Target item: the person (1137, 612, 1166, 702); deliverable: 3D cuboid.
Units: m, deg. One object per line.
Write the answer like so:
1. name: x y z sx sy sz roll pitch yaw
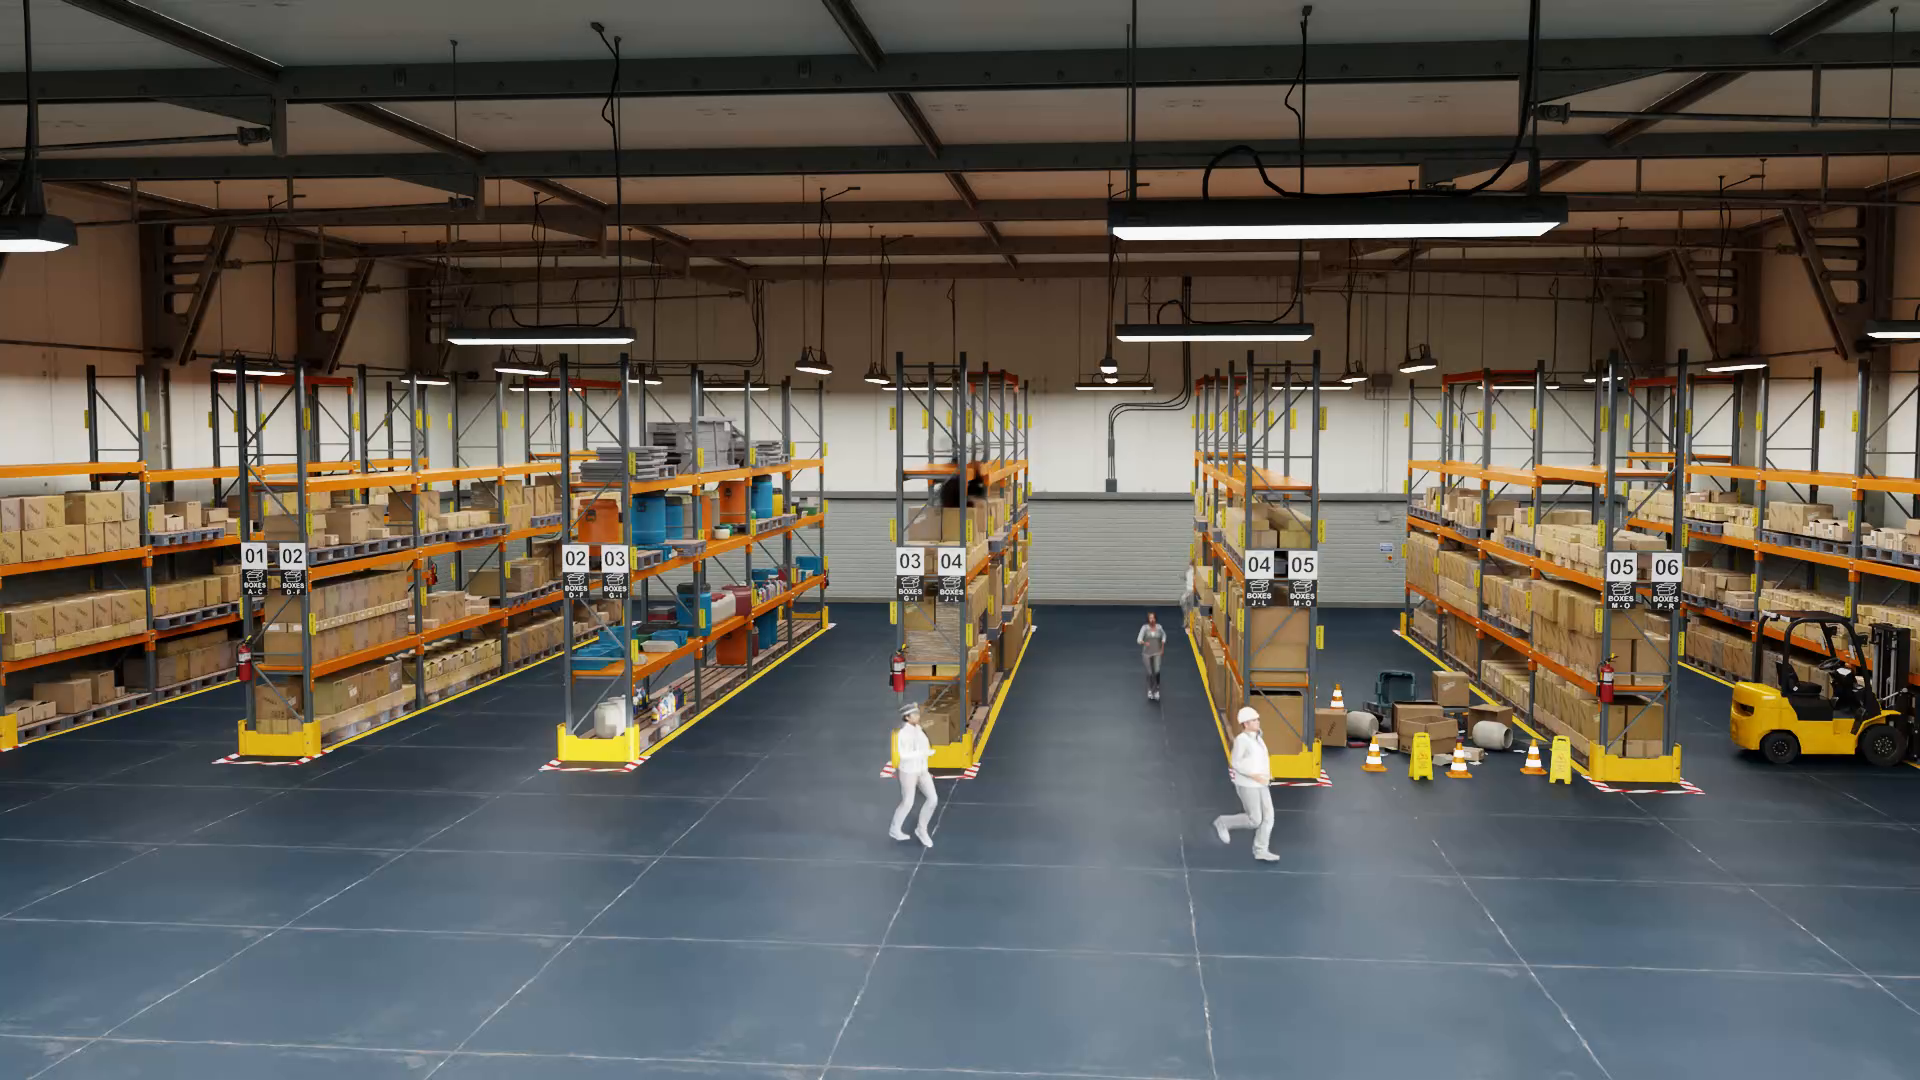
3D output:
1. person: 3.438 2.096 29.816 0.525 1.593 0.678 0 4 5

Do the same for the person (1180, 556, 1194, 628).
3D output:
1. person: 5.679 1.245 40.585 0.658 1.818 0.756 0 4 -2

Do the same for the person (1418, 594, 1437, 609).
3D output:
1. person: 11.344 1.235 40.393 0.760 1.716 1.038 -3 5 -39

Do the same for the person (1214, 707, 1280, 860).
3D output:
1. person: 3.320 2.784 19.065 0.778 1.743 0.661 3 5 34

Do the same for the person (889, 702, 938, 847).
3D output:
1. person: -0.532 2.768 19.629 0.684 1.728 0.592 3 5 35
